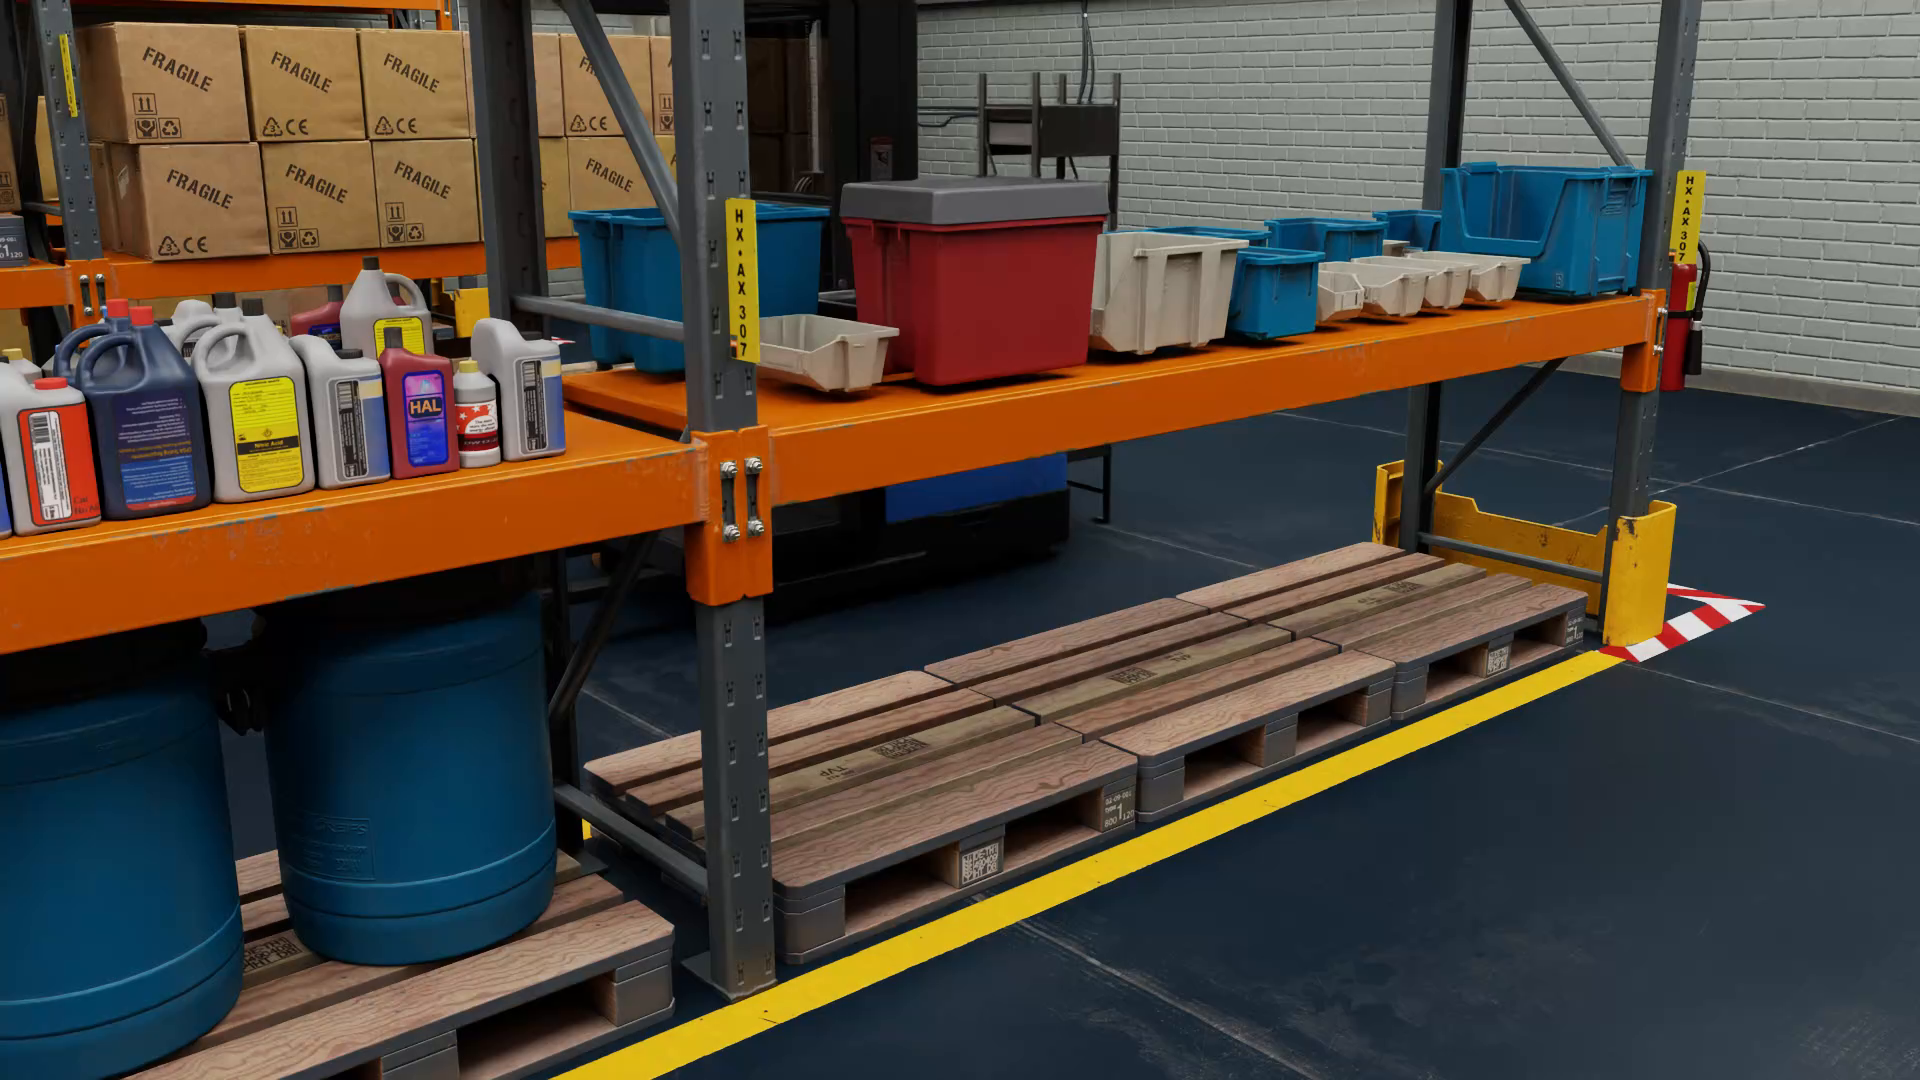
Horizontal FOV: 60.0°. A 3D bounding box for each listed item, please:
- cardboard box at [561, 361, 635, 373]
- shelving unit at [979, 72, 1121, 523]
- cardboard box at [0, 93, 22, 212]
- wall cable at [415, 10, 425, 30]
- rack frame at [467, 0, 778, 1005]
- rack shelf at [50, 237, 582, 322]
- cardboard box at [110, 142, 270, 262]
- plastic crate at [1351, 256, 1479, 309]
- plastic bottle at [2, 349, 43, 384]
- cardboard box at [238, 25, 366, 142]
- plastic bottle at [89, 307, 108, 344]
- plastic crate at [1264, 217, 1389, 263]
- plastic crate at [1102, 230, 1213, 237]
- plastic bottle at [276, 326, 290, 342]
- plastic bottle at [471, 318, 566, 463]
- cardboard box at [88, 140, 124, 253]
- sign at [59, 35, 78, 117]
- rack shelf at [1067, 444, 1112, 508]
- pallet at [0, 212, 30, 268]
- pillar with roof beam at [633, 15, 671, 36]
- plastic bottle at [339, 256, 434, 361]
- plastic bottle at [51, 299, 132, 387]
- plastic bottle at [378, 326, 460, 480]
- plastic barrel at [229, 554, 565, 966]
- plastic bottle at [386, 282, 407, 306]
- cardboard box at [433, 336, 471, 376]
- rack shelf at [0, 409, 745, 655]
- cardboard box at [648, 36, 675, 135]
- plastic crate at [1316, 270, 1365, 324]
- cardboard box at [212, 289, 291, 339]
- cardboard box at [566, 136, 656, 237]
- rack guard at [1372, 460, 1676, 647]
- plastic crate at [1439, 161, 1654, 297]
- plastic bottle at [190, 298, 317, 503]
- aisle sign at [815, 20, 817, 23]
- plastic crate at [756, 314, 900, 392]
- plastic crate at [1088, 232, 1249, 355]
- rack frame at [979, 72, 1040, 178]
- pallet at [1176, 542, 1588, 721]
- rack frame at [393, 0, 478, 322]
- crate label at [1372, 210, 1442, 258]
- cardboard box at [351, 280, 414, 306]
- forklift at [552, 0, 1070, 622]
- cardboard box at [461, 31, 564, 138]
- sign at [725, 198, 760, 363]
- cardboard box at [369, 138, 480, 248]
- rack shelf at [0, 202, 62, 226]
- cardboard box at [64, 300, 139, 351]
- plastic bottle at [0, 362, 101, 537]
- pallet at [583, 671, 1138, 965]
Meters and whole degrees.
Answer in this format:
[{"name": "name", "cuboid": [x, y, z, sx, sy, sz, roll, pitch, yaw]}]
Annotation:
[{"name": "cardboard box", "cuboid": [-2.004, -0.904, 9.796, 0.500, 0.250, 0.500, -13, 19, -39]}, {"name": "shelving unit", "cuboid": [0.409, -1.100, 7.800, 0.503, 2.100, 0.431, -12, 19, -37]}, {"name": "cardboard box", "cuboid": [-4.552, -1.678, 7.212, 0.700, 0.500, 0.500, 8, 17, 28]}, {"name": "wall cable", "cuboid": [-3.940, -3.997, 14.932, 1.851, 1.984, 0.084, -13, 19, -39]}, {"name": "rack frame", "cuboid": [-0.799, -0.499, 3.804, 0.127, 3.000, 1.000, -13, 19, -39]}, {"name": "rack shelf", "cuboid": [-2.539, -1.455, 8.778, 4.000, 0.370, 1.077, -13, 19, -39]}, {"name": "cardboard box", "cuboid": [-3.485, -1.545, 7.528, 0.500, 0.500, 0.500, -12, 19, -38]}, {"name": "plastic crate", "cuboid": [1.494, -0.858, 5.545, 0.243, 0.136, 0.396, -13, 19, -39]}, {"name": "plastic bottle", "cuboid": [-1.927, -0.289, 3.405, 0.097, 0.201, 0.097, 0, 15, 0]}, {"name": "cardboard box", "cuboid": [-3.119, -2.107, 7.696, 0.500, 0.500, 0.500, -13, 20, -41]}, {"name": "plastic bottle", "cuboid": [-1.780, -0.356, 3.519, 0.097, 0.271, 0.097, 0, 15, 0]}, {"name": "plastic crate", "cuboid": [1.319, -1.035, 6.021, 0.300, 0.233, 0.416, -13, 19, -39]}, {"name": "plastic crate", "cuboid": [0.596, -0.873, 5.413, 0.300, 0.233, 0.416, -13, 19, -39]}, {"name": "plastic bottle", "cuboid": [-1.532, -0.378, 3.737, 0.097, 0.201, 0.097, 0, 15, 0]}, {"name": "plastic bottle", "cuboid": [-0.884, -0.309, 3.334, 0.135, 0.276, 0.152, -13, 19, -39]}, {"name": "cardboard box", "cuboid": [-3.839, -1.646, 7.908, 0.500, 0.500, 0.500, -12, 19, -38]}, {"name": "sign", "cuboid": [-3.681, -1.915, 6.865, 0.005, 0.325, 0.100, -13, 19, -39]}, {"name": "rack shelf", "cuboid": [0.409, -0.411, 7.984, 0.480, 0.518, 0.431, -12, 19, -37]}, {"name": "pallet", "cuboid": [-4.722, -1.257, 7.014, 1.213, 0.211, 1.003, -13, 19, -39]}, {"name": "pillar with roof beam", "cuboid": [0.010, -5.791, 11.992, 0.400, 9.000, 9.100, -13, 19, -39]}, {"name": "plastic bottle", "cuboid": [-1.308, -0.471, 3.798, 0.185, 0.351, 0.144, -13, 19, -39]}, {"name": "plastic bottle", "cuboid": [-1.512, -0.252, 2.977, 0.185, 0.351, 0.144, -13, 19, -39]}, {"name": "plastic bottle", "cuboid": [-1.029, -0.264, 3.154, 0.133, 0.283, 0.061, -13, 19, -39]}, {"name": "plastic barrel", "cuboid": [-1.221, 0.401, 3.688, 0.708, 0.901, 0.600, -13, 19, -39]}, {"name": "plastic bottle", "cuboid": [-1.356, -0.463, 3.897, 0.133, 0.283, 0.061, -13, 19, -39]}, {"name": "cardboard box", "cuboid": [-2.634, -0.789, 8.877, 0.637, 0.503, 0.797, -13, 19, -39]}, {"name": "rack shelf", "cuboid": [-2.308, 0.188, 2.628, 4.000, 0.370, 1.077, -13, 19, -39]}, {"name": "cardboard box", "cuboid": [-1.566, -2.458, 9.008, 0.500, 0.500, 0.500, -12, 19, -38]}, {"name": "plastic crate", "cuboid": [1.089, -0.752, 5.149, 0.250, 0.136, 0.298, -13, 19, -39]}, {"name": "cardboard box", "cuboid": [-5.504, -1.792, 12.676, 0.500, 0.500, 0.700, -13, 20, -41]}, {"name": "cardboard box", "cuboid": [-1.959, -1.889, 8.814, 0.500, 0.500, 0.500, -12, 19, -39]}, {"name": "rack guard", "cuboid": [2.228, 0.025, 6.688, 0.348, 0.500, 1.175, -13, 19, -39]}, {"name": "plastic crate", "cuboid": [2.088, -1.129, 5.980, 0.499, 0.435, 0.616, -13, 19, -39]}, {"name": "plastic bottle", "cuboid": [-1.278, -0.255, 2.989, 0.185, 0.351, 0.144, -13, 19, -39]}, {"name": "aisle sign", "cuboid": [-0.778, -3.349, 9.438, 0.004, 0.787, 0.394, -13, 19, -39]}, {"name": "plastic crate", "cuboid": [-0.354, -0.451, 4.021, 0.243, 0.136, 0.396, -13, 19, -39]}, {"name": "plastic crate", "cuboid": [0.474, -0.693, 4.646, 0.530, 0.282, 0.437, -13, 19, -39]}, {"name": "rack frame", "cuboid": [0.218, -1.061, 7.652, 0.015, 2.100, 0.400, -12, 19, -37]}, {"name": "pallet", "cuboid": [1.571, 0.303, 6.206, 1.213, 0.211, 1.003, -13, 19, -39]}, {"name": "rack frame", "cuboid": [-4.285, -3.105, 13.561, 0.127, 3.000, 1.000, -13, 19, -39]}, {"name": "crate label", "cuboid": [1.816, -1.147, 6.438, 0.303, 0.233, 0.416, -13, 19, -39]}, {"name": "cardboard box", "cuboid": [-4.747, -1.962, 13.313, 0.500, 0.500, 0.700, -13, 19, -39]}, {"name": "forklift", "cuboid": [-0.972, -1.214, 6.617, 3.031, 2.935, 1.130, -12, 19, -37]}, {"name": "cardboard box", "cuboid": [-2.342, -2.282, 8.350, 0.500, 0.500, 0.500, -12, 19, -38]}, {"name": "sign", "cuboid": [-0.439, -0.525, 3.366, 0.005, 0.325, 0.100, -13, 19, -39]}, {"name": "cardboard box", "cuboid": [-2.721, -1.717, 8.171, 0.500, 0.500, 0.500, -13, 20, -40]}, {"name": "rack shelf", "cuboid": [-5.794, -2.419, 12.386, 4.000, 0.370, 1.077, -13, 19, -39]}, {"name": "cardboard box", "cuboid": [-6.290, -1.614, 12.009, 0.500, 0.500, 0.700, -13, 20, -40]}, {"name": "plastic bottle", "cuboid": [-1.540, -0.162, 2.783, 0.135, 0.276, 0.152, -13, 19, -39]}, {"name": "pallet", "cuboid": [-0.270, 0.717, 4.658, 1.213, 0.211, 1.003, -13, 19, -39]}]
